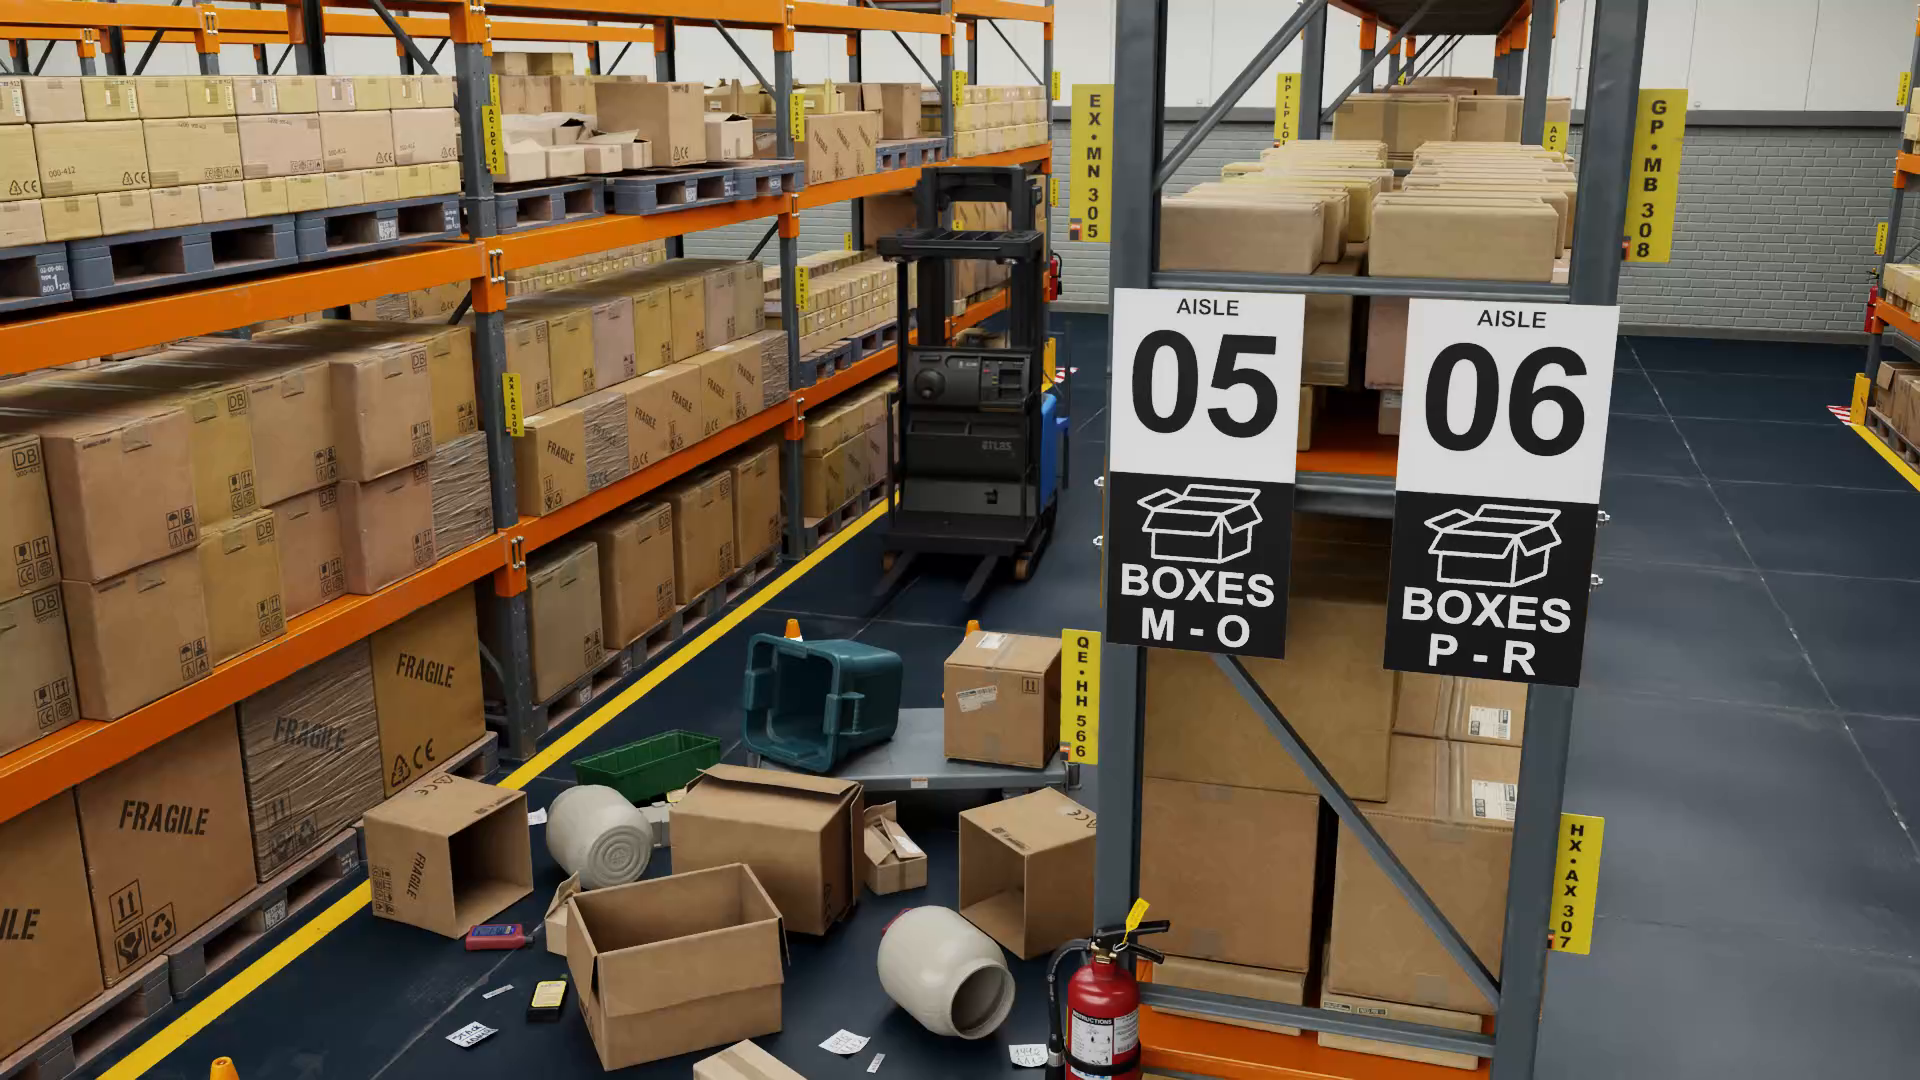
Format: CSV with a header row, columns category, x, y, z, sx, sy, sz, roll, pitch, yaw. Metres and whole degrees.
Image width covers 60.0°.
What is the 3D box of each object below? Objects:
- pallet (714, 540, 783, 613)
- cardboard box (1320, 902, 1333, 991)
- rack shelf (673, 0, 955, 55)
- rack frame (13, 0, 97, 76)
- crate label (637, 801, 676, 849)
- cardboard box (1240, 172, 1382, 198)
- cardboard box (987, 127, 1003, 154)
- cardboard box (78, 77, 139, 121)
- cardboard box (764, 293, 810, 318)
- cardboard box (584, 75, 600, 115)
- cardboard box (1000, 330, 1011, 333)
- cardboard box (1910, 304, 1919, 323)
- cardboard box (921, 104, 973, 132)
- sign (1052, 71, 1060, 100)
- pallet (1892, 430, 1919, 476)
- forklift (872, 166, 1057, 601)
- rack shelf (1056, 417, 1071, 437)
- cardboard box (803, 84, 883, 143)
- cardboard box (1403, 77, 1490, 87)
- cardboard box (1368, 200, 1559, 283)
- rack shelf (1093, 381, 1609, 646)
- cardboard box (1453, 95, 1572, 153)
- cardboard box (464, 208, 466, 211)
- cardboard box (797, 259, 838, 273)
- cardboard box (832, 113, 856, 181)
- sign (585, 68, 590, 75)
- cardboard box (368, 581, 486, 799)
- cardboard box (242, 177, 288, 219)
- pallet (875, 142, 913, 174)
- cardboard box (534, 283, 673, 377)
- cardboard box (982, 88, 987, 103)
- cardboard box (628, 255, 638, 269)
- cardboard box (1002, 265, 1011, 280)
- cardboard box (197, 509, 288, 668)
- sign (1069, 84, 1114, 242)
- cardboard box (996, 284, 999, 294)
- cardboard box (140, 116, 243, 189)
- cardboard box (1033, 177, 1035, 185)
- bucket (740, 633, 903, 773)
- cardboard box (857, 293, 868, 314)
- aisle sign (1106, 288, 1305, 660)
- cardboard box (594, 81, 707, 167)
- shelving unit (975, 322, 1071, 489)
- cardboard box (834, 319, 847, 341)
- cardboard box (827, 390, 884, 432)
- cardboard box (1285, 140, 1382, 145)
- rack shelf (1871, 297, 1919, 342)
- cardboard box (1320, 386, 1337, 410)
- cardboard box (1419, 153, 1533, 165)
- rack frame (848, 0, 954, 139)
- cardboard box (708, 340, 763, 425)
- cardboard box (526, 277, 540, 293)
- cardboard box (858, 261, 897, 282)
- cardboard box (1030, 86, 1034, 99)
category,x,y,z,sx,sy,sz,roll,pitch,yaw
pallet,-1.988,0.213,12.190,1.003,0.211,1.213,5,16,16
cardboard box,1.162,1.103,4.405,0.380,0.149,0.250,5,17,17
rack shelf,-1.123,-4.200,13.695,1.077,0.370,4.000,5,16,16
rack frame,-10.031,-6.056,18.191,1.000,3.000,0.127,5,16,16
crate label,-1.482,1.394,8.163,0.298,0.136,0.250,-7,17,-23
cardboard box,0.985,-0.954,4.698,0.380,0.149,0.250,5,16,16
cardboard box,0.130,-4.113,17.112,0.500,0.250,0.500,5,17,18
cardboard box,-3.203,-1.587,5.976,0.380,0.149,0.250,4,16,15
cardboard box,-1.374,-1.803,12.790,0.380,0.149,0.250,5,16,16
cardboard box,-4.618,-5.157,19.380,0.700,0.500,0.500,3,16,12
cardboard box,0.674,-2.380,19.589,0.380,0.149,0.250,5,17,17
cardboard box,9.346,-2.161,15.913,0.380,0.149,0.250,4,16,14
cardboard box,-0.188,-4.094,16.127,0.500,0.250,0.500,5,17,18
sign,1.108,-5.242,19.195,0.100,0.325,0.005,5,16,16
pallet,9.521,-0.792,15.735,1.003,0.211,1.213,5,16,16
forklift,0.025,-1.214,12.239,1.130,2.935,3.031,3,16,10
rack shelf,0.549,-0.907,14.439,0.538,0.185,1.000,6,17,21
cardboard box,-1.120,-3.676,14.336,0.797,0.503,0.637,4,16,15
cardboard box,4.572,-4.116,15.704,0.797,0.503,0.637,6,17,20
cardboard box,1.106,-0.661,3.665,0.380,0.149,0.250,5,16,15
rack shelf,1.378,-0.498,5.411,1.077,0.370,4.000,5,16,16
cardboard box,2.628,-1.991,7.944,0.500,0.250,0.500,4,16,15
cardboard box,-5.455,-3.149,16.913,0.797,0.503,0.637,4,16,14
cardboard box,-1.330,-2.470,15.140,0.380,0.149,0.250,4,16,15
cardboard box,-1.139,-3.080,13.011,0.500,0.500,0.500,5,16,16
sign,-4.676,-5.779,20.963,0.100,0.325,0.005,5,16,16
cardboard box,-3.074,0.697,8.499,0.875,0.875,0.875,5,17,17
cardboard box,-2.986,-1.401,6.782,0.380,0.149,0.250,4,16,15
pallet,-1.124,-3.303,14.325,1.213,0.211,1.003,5,16,16
cardboard box,-2.260,-1.341,10.543,0.700,0.500,0.500,4,16,15
cardboard box,0.057,-4.508,16.857,0.380,0.149,0.250,4,16,14
cardboard box,-4.147,-3.394,20.258,0.380,0.149,0.250,5,17,17
cardboard box,0.263,-3.078,17.955,0.500,0.500,0.500,5,17,19
cardboard box,-3.377,0.167,6.967,0.875,0.550,0.500,5,16,16
sign,0.283,-0.796,3.517,0.100,0.325,0.005,5,16,16
cardboard box,0.198,-2.725,17.900,0.380,0.149,0.250,5,17,18
cardboard box,-3.153,-1.502,6.409,0.500,0.250,0.500,5,16,16
cardboard box,0.546,-3.822,18.747,0.500,0.500,0.500,4,16,14
bucket,-0.657,0.776,8.310,0.726,0.611,0.620,11,9,35
cardboard box,-0.997,-2.001,14.032,0.380,0.149,0.250,4,16,15
aisle sign,0.514,-0.135,3.545,0.394,0.787,0.004,5,16,16
cardboard box,-1.917,-2.593,10.343,0.500,0.500,0.500,5,16,16
shelving unit,0.549,-1.080,14.390,0.538,1.500,1.048,6,17,21
cardboard box,-1.143,-1.723,13.597,0.380,0.149,0.250,5,17,18
cardboard box,-0.967,-1.112,14.189,0.500,0.250,0.500,5,17,16
cardboard box,1.544,-1.573,6.882,0.380,0.149,0.250,4,16,15
rack shelf,9.548,-1.811,15.535,1.077,0.370,4.000,5,16,16
cardboard box,0.790,-0.450,4.382,0.380,0.149,0.250,5,17,18
cardboard box,1.784,-1.257,5.766,0.380,0.149,0.250,4,16,15
rack frame,-0.555,-5.261,15.387,1.000,3.000,0.127,5,16,16
cardboard box,-1.705,-1.108,11.554,0.500,0.500,0.500,5,16,16
cardboard box,-4.804,-2.786,18.114,0.380,0.149,0.250,4,16,14
cardboard box,-0.707,-2.416,14.950,0.380,0.149,0.250,5,16,16
cardboard box,0.625,-5.057,18.791,0.380,0.149,0.250,5,17,17
